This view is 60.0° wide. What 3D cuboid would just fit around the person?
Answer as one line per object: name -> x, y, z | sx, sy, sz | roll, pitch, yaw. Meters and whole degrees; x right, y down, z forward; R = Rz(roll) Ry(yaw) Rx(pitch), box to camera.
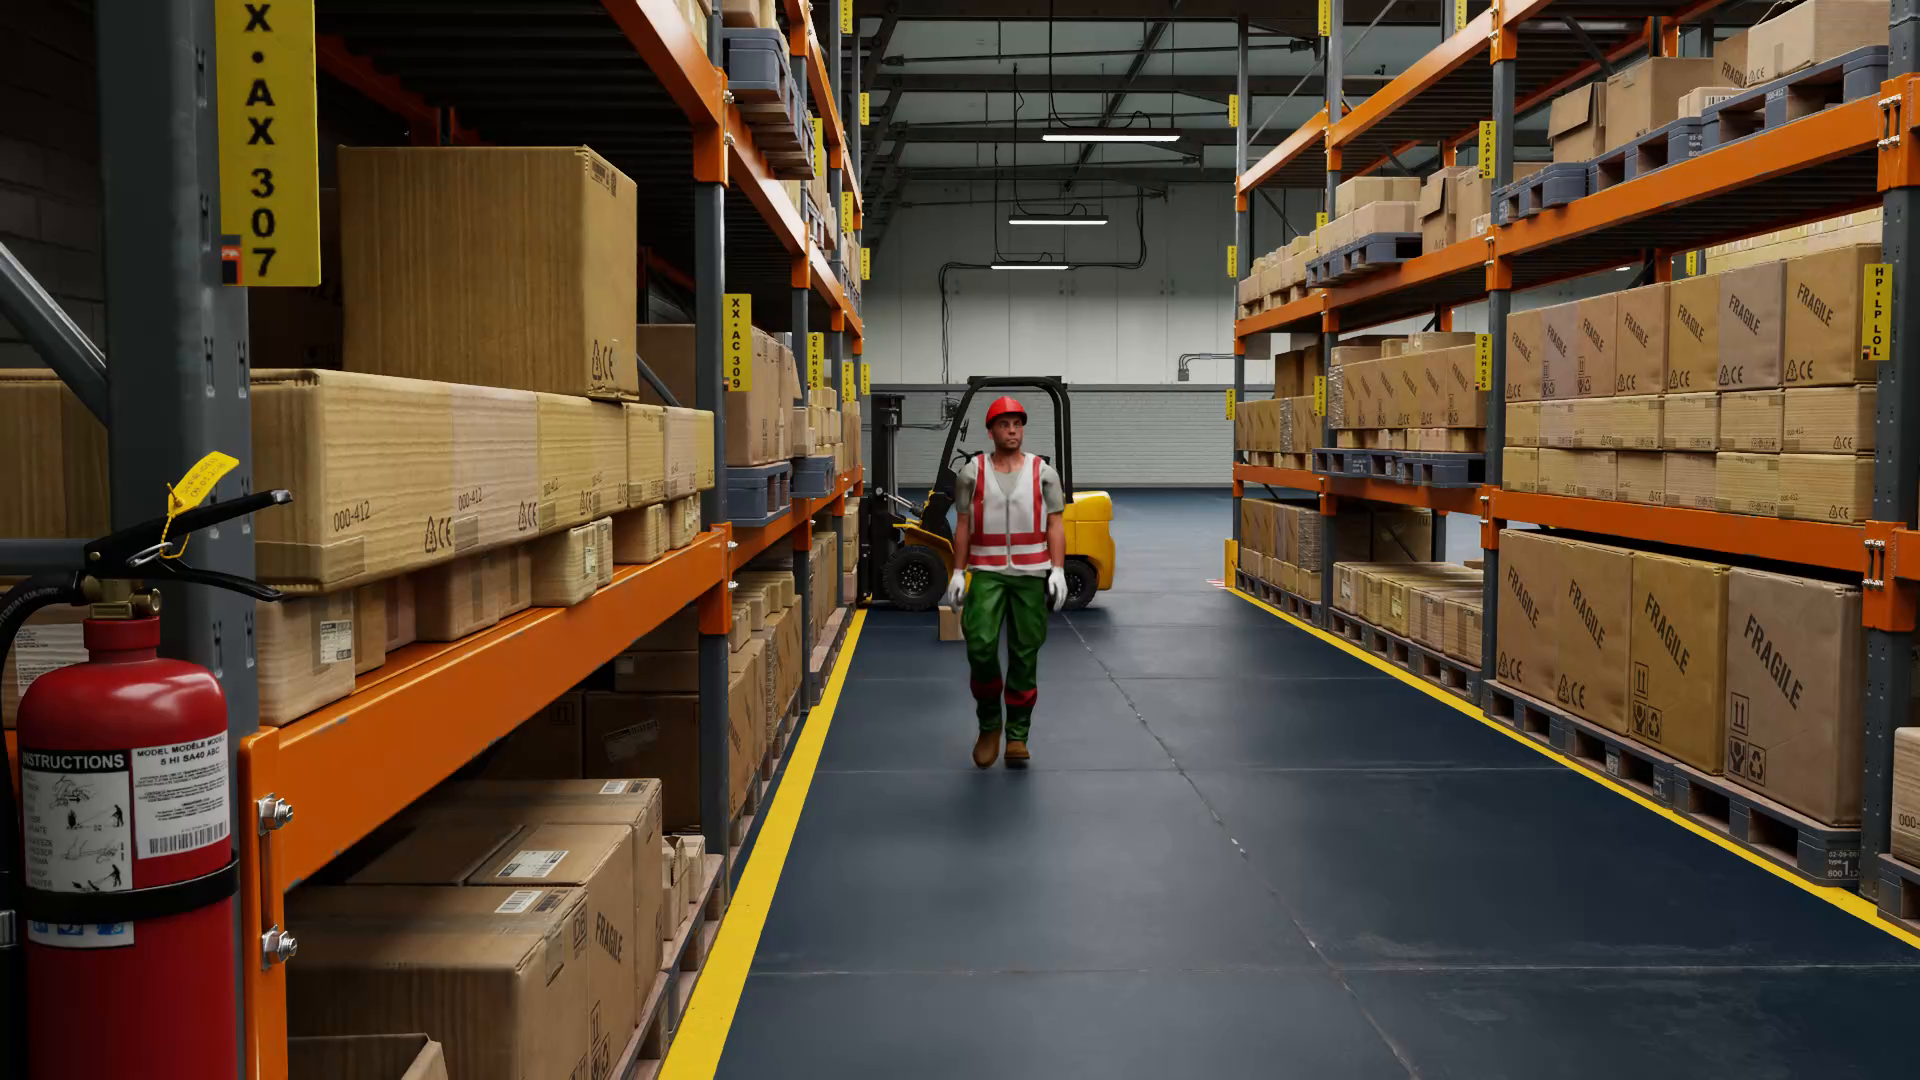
person -> 0.232, 0.206, 8.084 | 0.583, 1.810, 0.477 | 0, 4, -1
